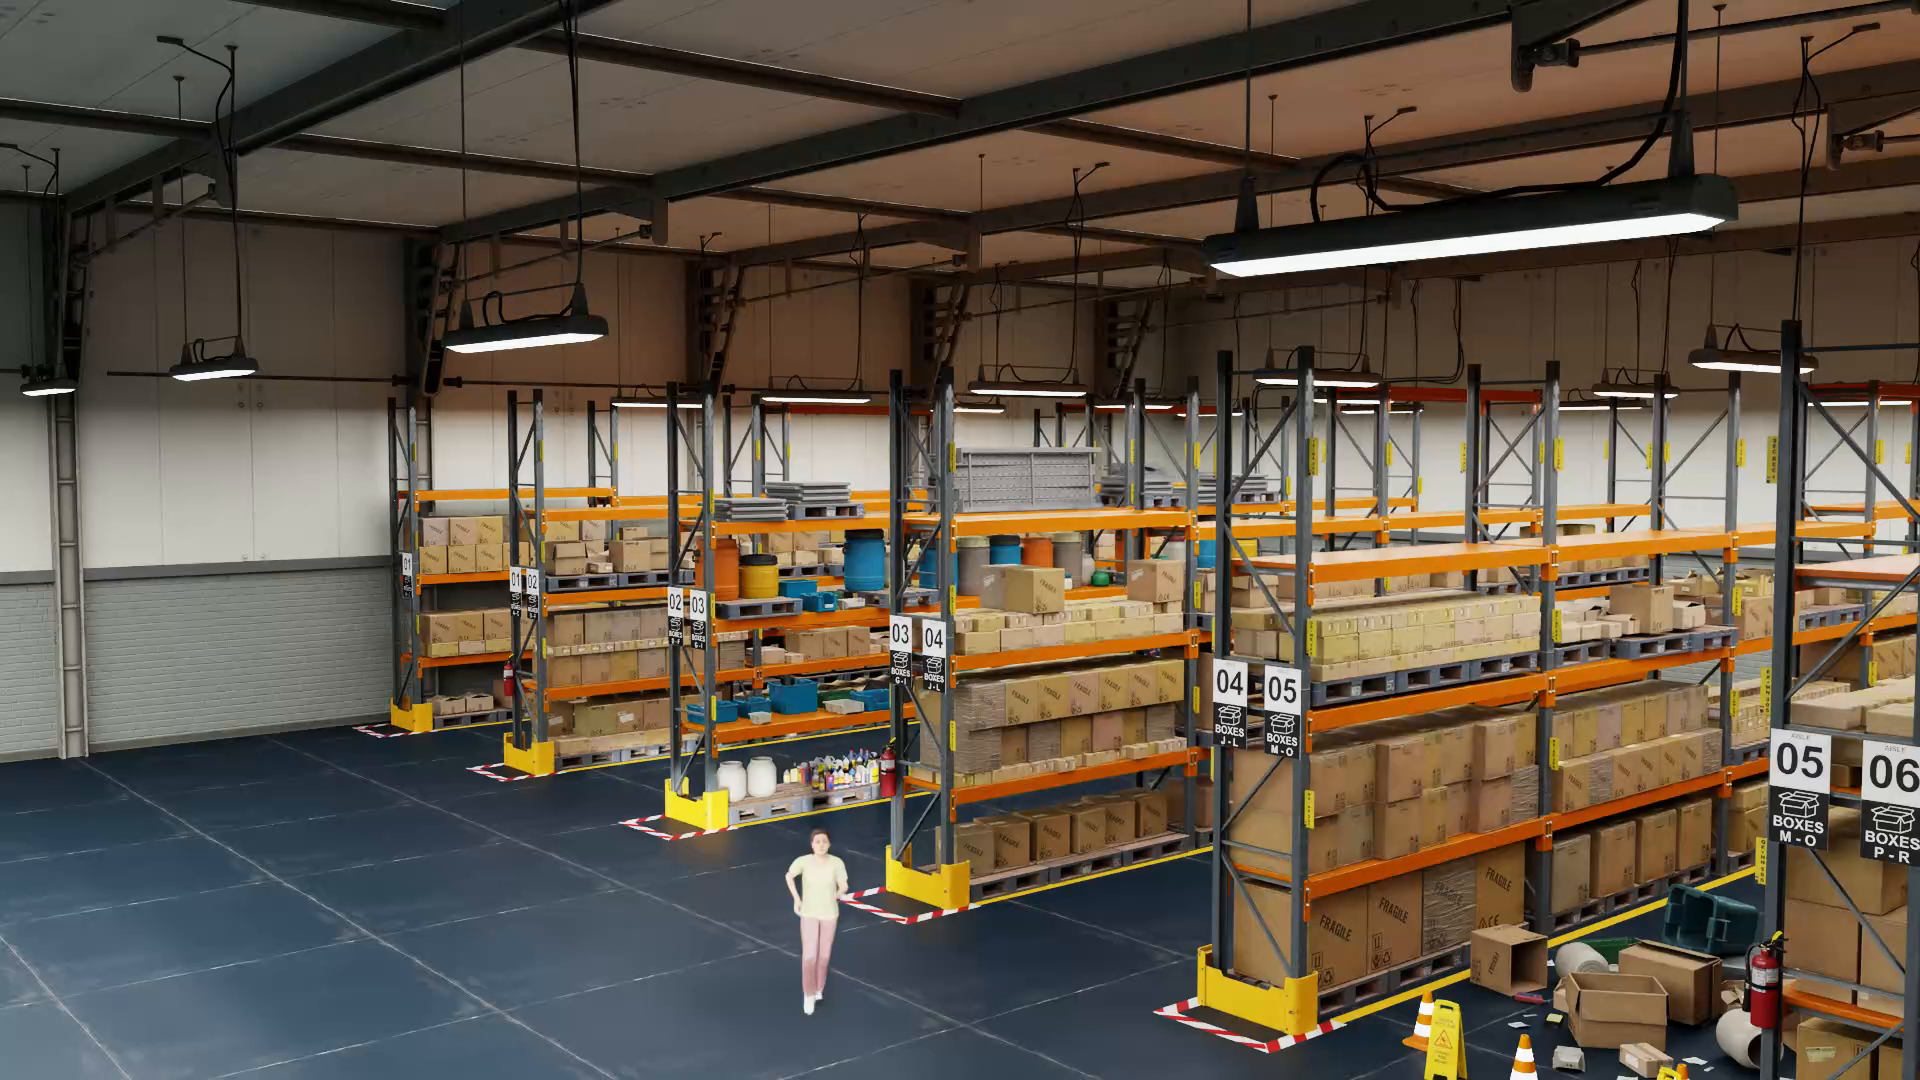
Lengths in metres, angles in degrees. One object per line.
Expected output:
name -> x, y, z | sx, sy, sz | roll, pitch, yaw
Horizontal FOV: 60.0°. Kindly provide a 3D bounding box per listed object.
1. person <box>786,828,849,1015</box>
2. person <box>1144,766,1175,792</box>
person -> -1.285, 3.452, 15.130 | 0.554, 1.680, 0.673 | -1, 3, -12
person -> 2.886, 2.889, 24.158 | 0.576, 1.748, 0.676 | -3, 4, -40
